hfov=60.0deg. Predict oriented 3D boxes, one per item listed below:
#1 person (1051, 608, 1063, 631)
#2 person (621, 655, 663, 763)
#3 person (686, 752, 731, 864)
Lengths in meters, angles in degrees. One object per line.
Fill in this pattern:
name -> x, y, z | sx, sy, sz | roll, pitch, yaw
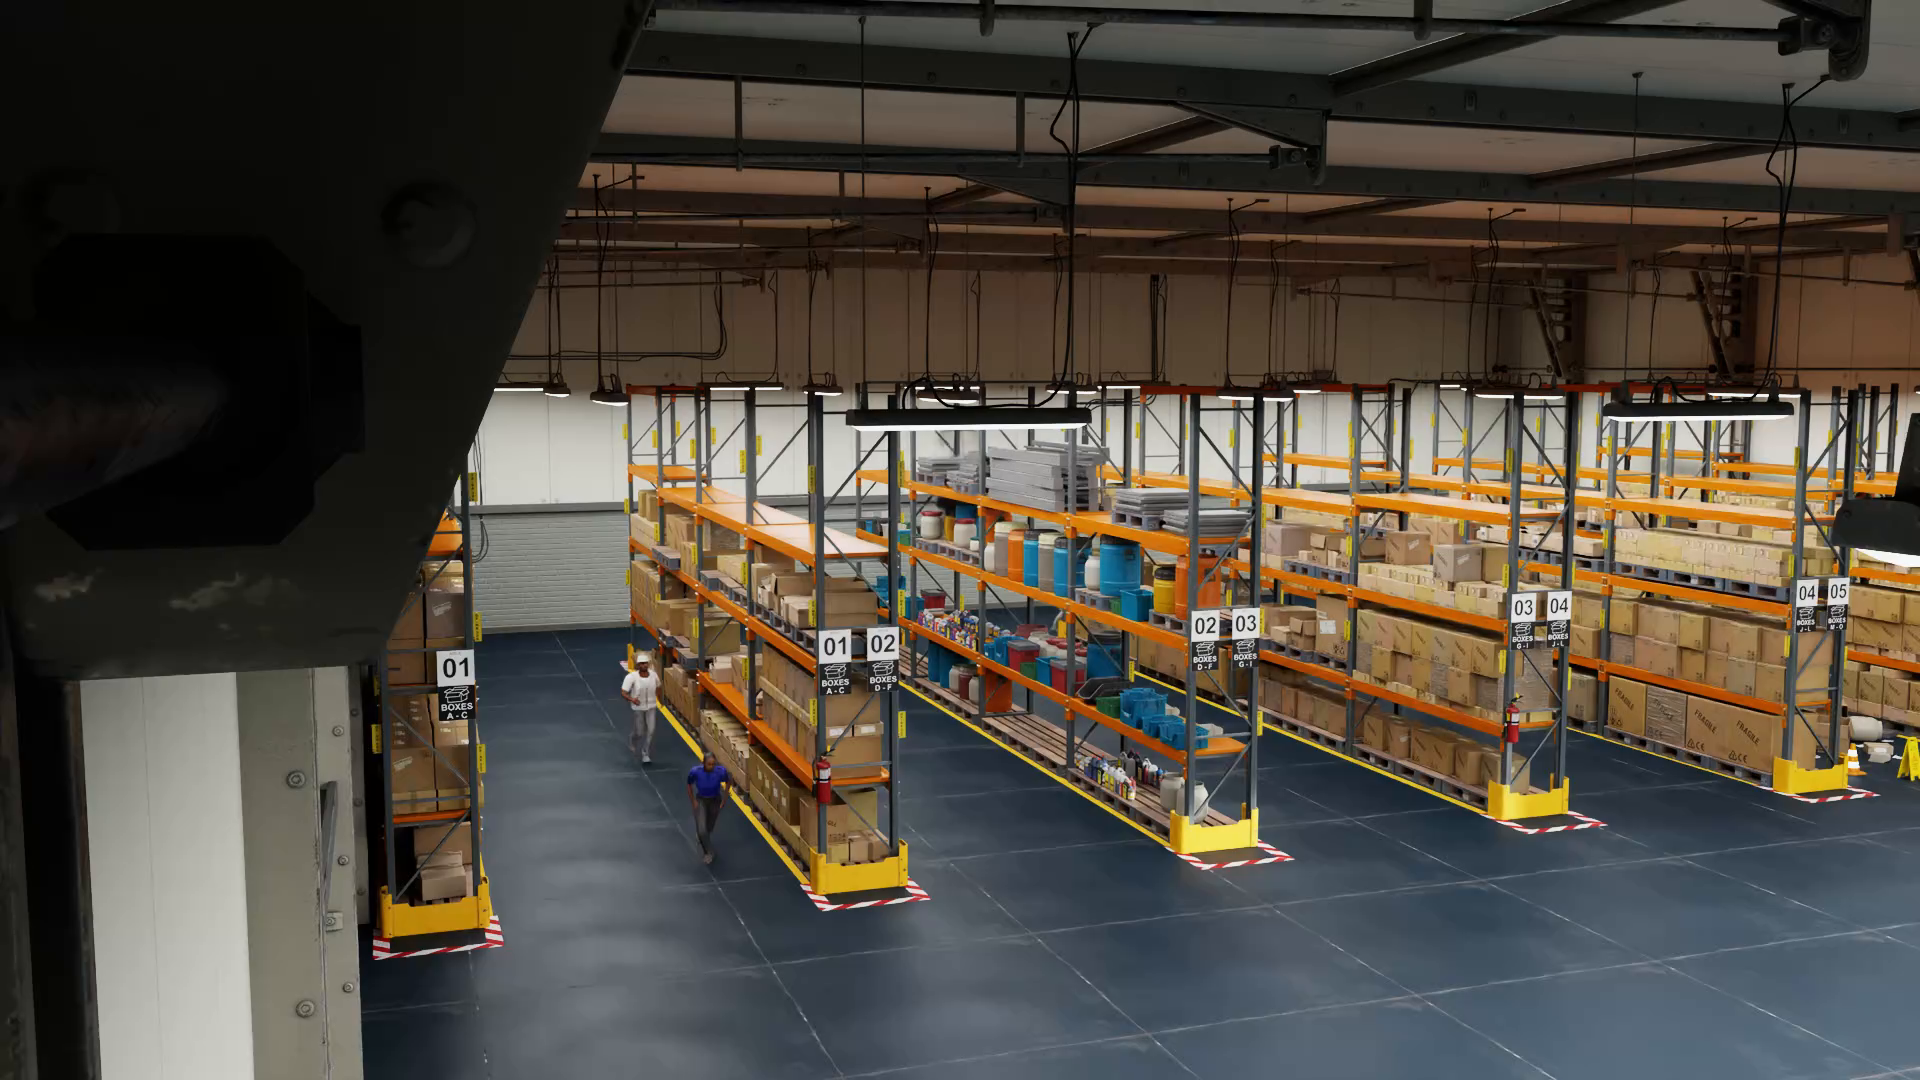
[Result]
person -> 2.557, 1.399, 39.715 | 0.749, 1.702, 0.620 | -1, 6, -13
person -> -5.121, 2.701, 26.851 | 0.699, 1.728, 0.687 | -3, 7, -30
person -> -3.260, 3.392, 21.487 | 0.581, 1.496, 0.957 | -2, 6, -15
